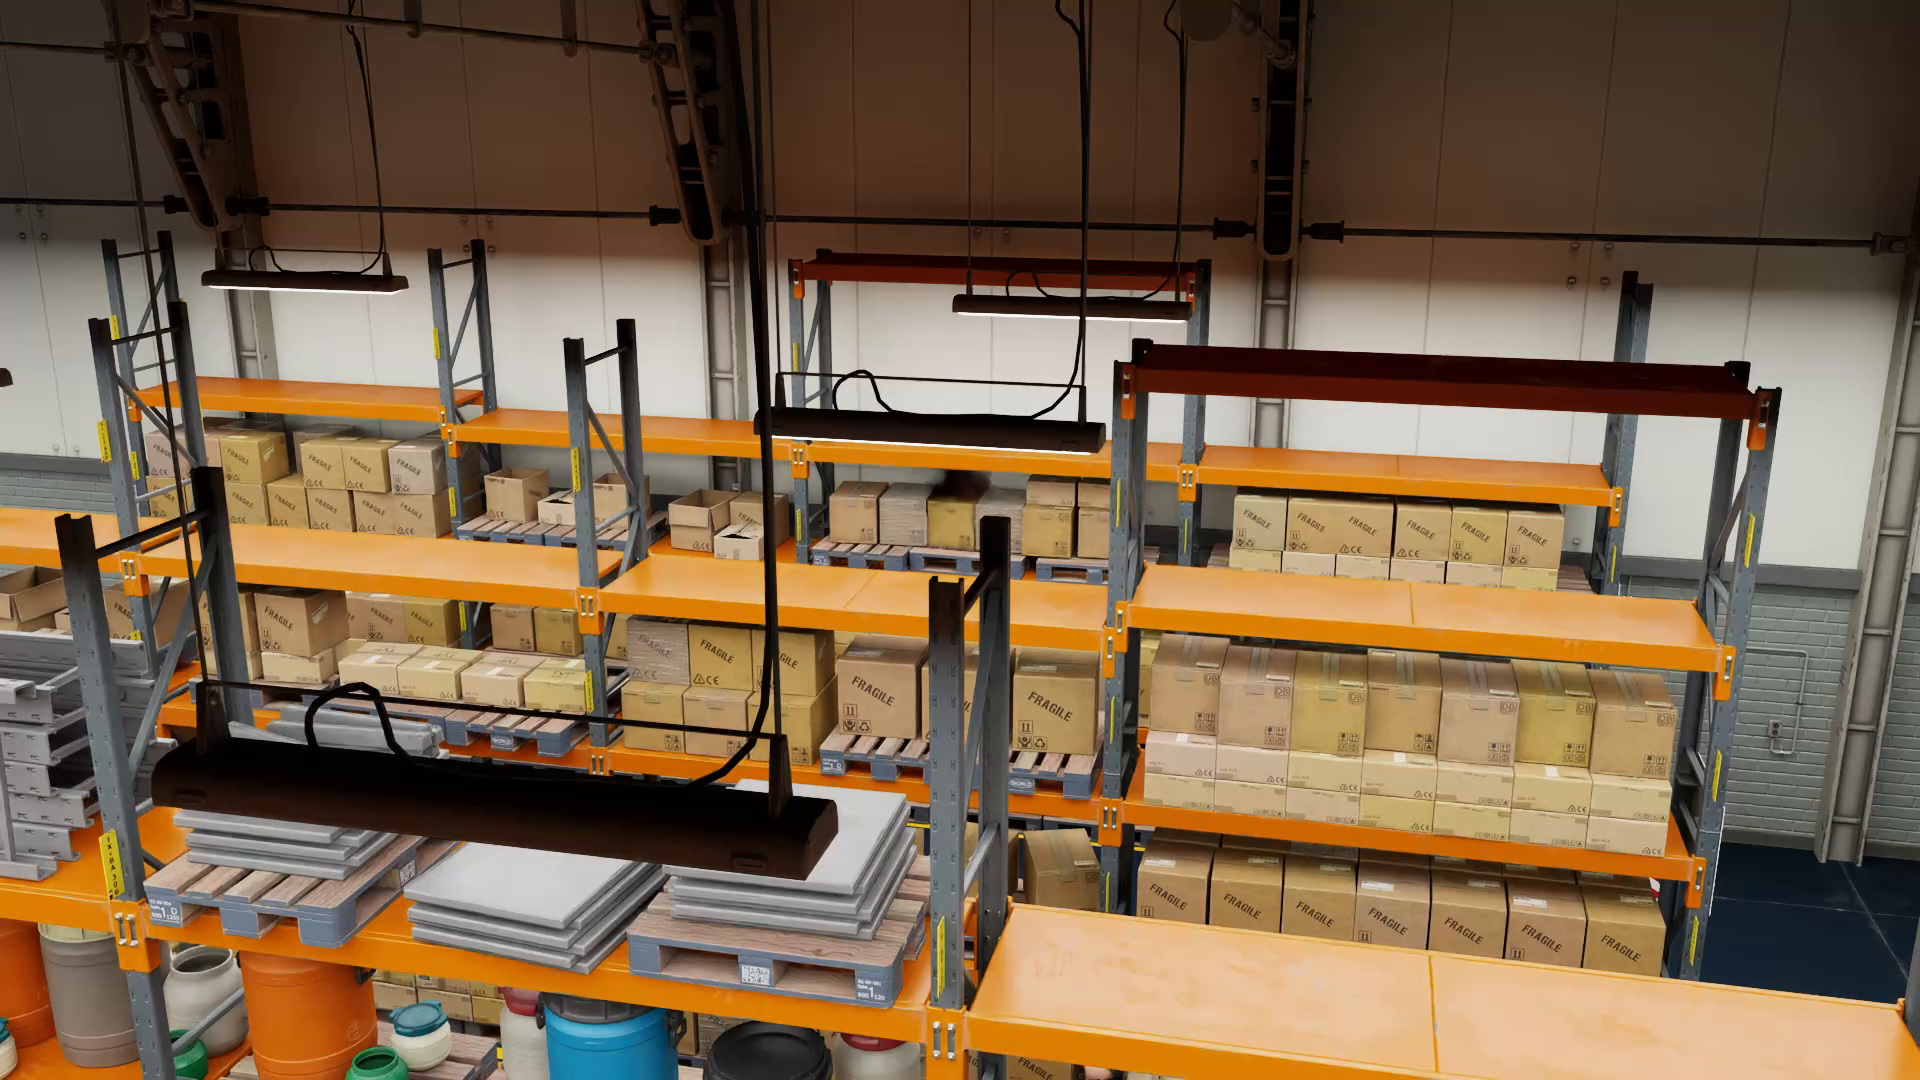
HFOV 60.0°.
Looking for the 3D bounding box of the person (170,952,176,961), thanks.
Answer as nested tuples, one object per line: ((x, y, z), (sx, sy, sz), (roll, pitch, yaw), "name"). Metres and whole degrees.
((-6.167, 3.689, 12.775), (0.504, 1.681, 0.381), (-6, 17, -19), "person")

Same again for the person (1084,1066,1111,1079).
((0.850, 4.174, 10.976), (0.610, 1.725, 0.366), (9, 18, 27), "person")
